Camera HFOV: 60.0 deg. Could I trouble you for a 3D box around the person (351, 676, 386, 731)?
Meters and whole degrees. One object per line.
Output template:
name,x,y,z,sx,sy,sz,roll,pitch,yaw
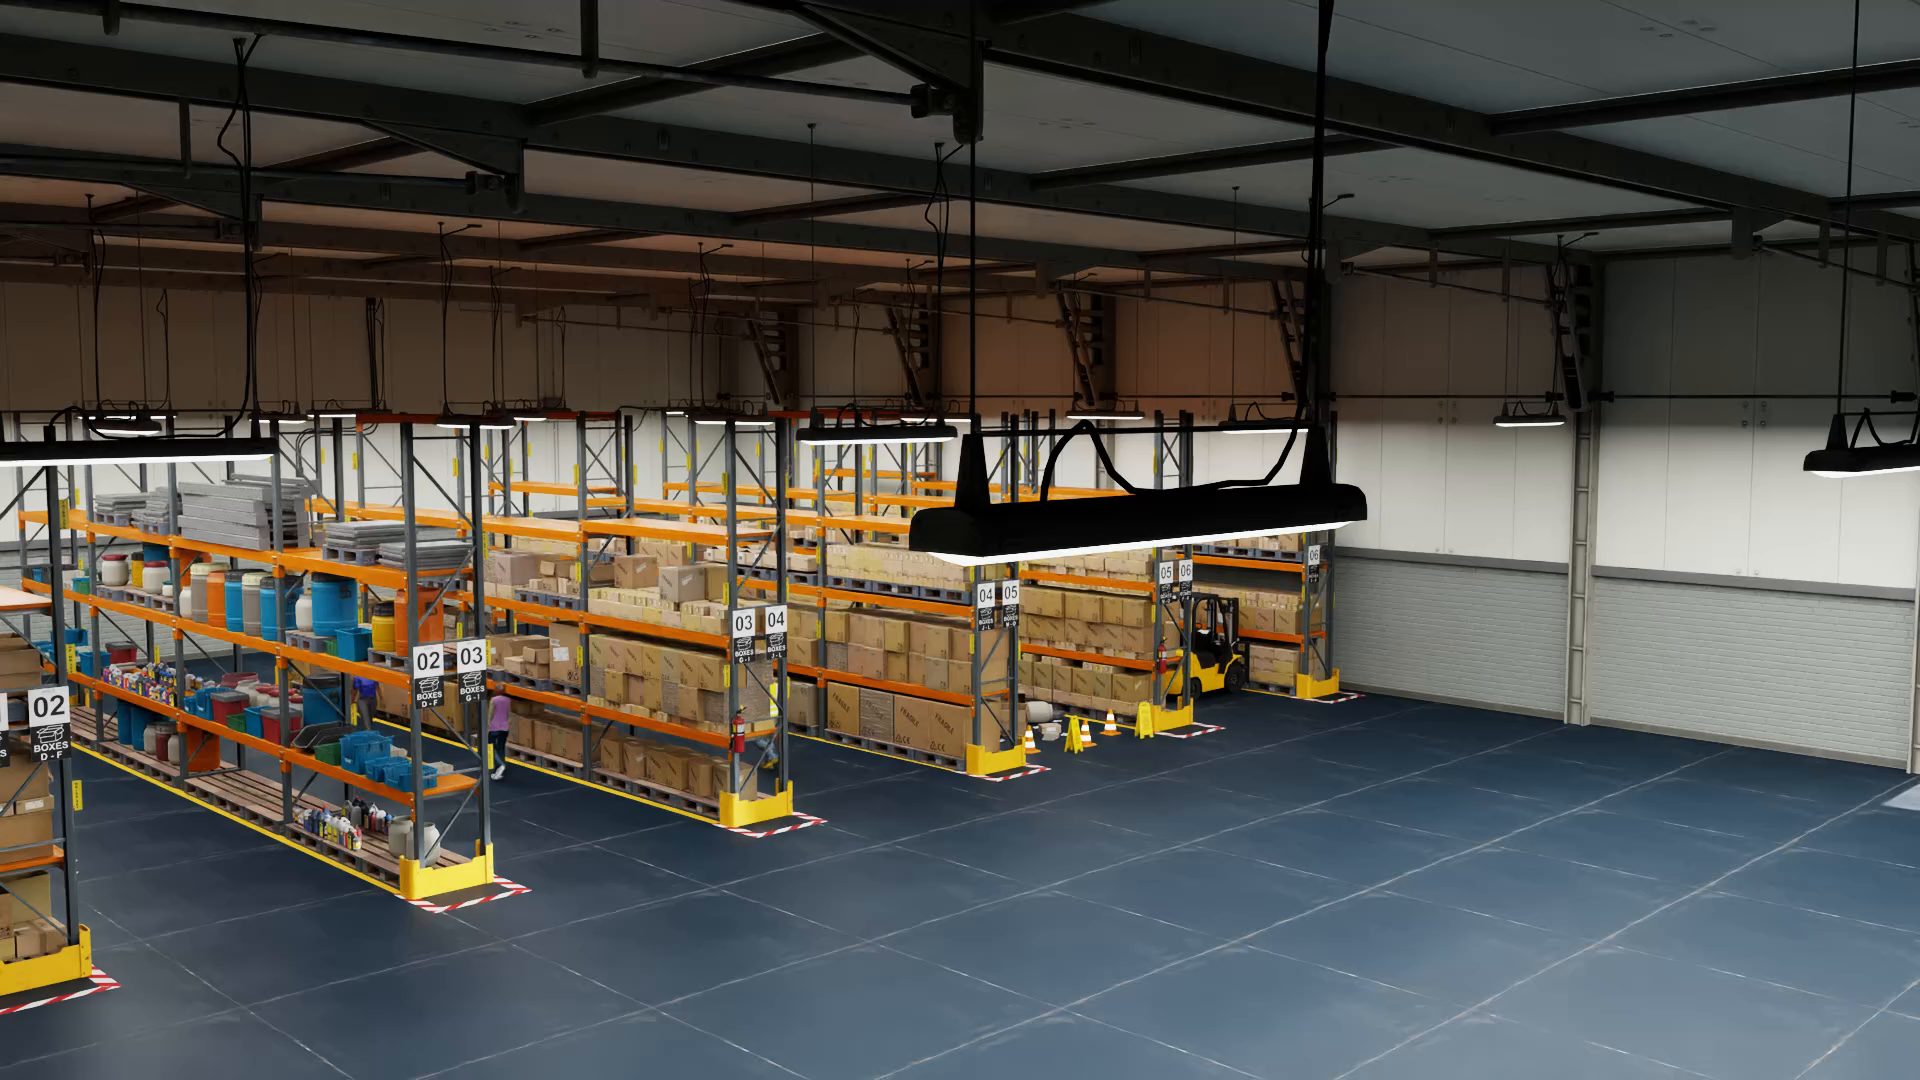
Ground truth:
person,-10.643,2.920,29.894,0.576,1.585,1.049,-4,6,-40

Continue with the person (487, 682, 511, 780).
person,-7.563,3.151,27.386,0.444,1.597,0.481,-5,7,-43

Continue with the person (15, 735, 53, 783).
person,-13.457,3.419,24.016,1.072,1.605,0.567,4,6,36

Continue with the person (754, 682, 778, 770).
person,-3.232,3.022,28.157,0.623,1.739,0.669,-5,7,-44
